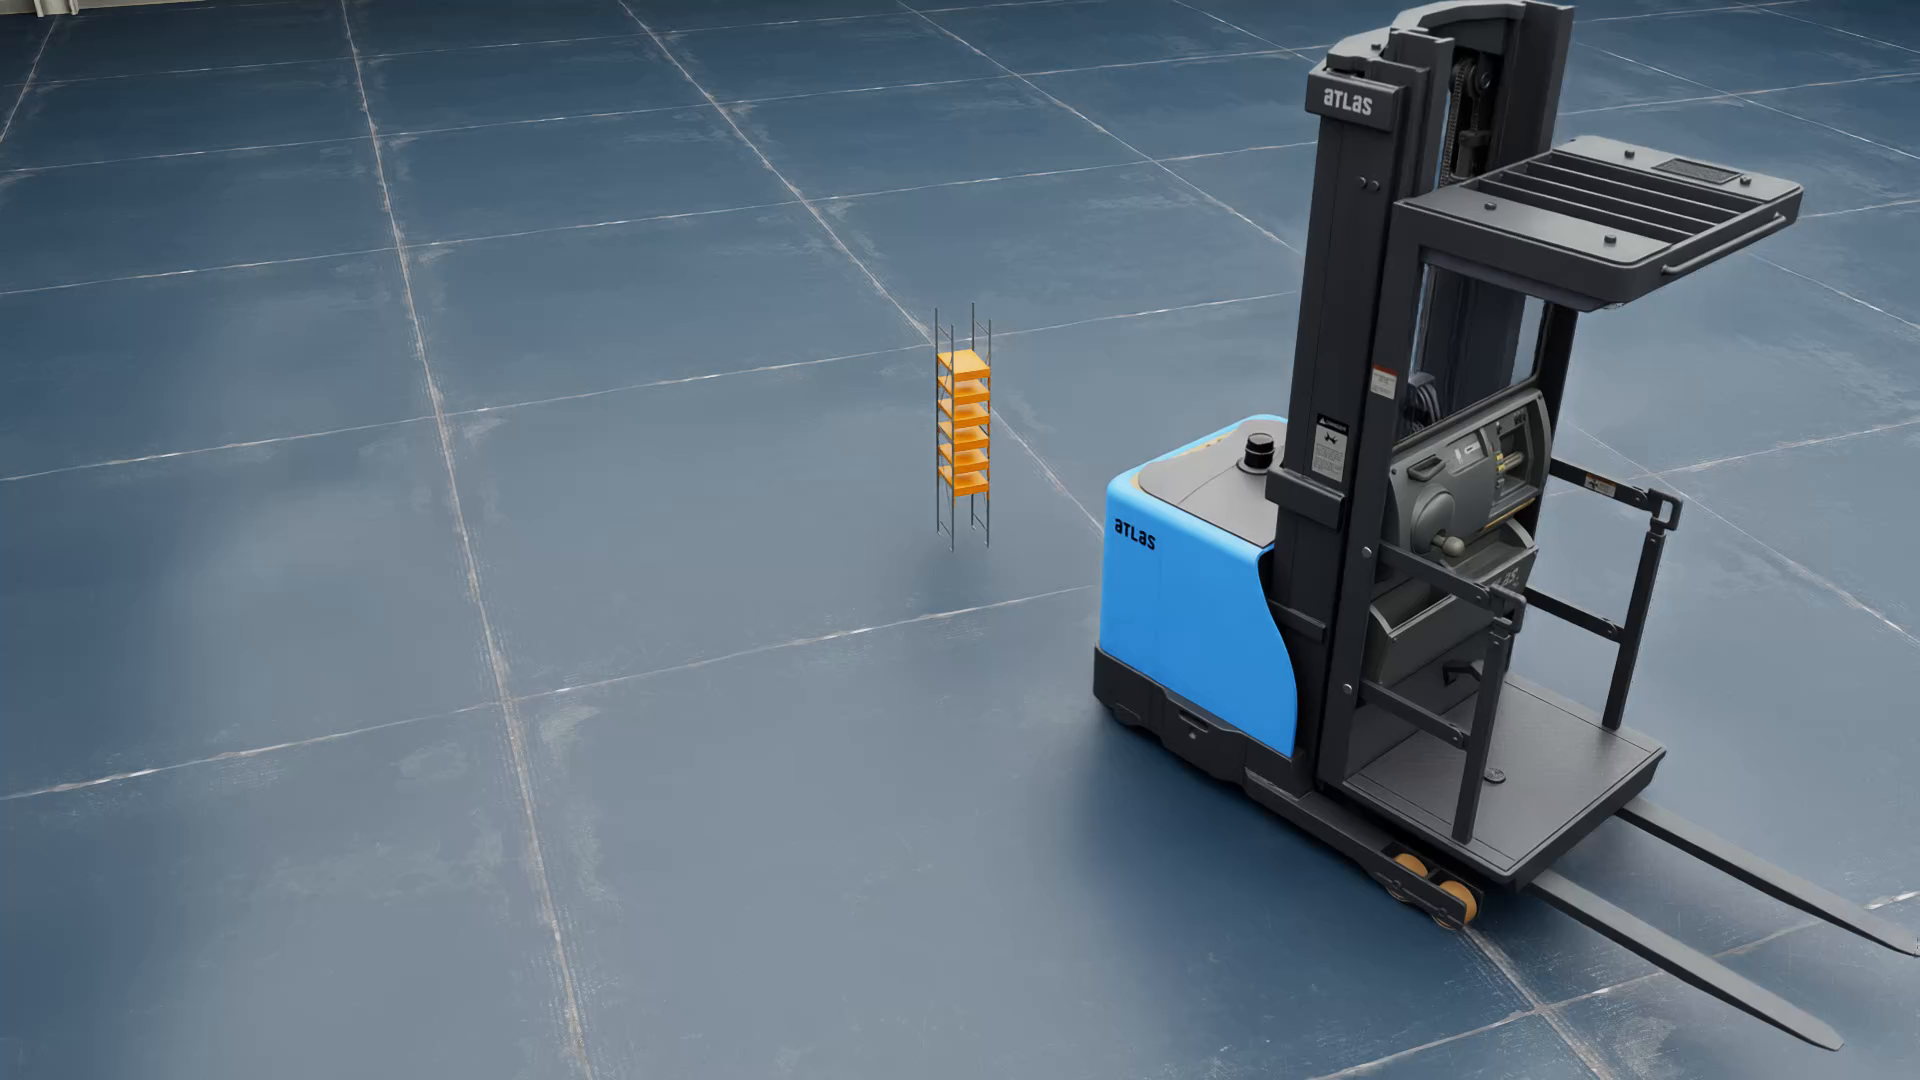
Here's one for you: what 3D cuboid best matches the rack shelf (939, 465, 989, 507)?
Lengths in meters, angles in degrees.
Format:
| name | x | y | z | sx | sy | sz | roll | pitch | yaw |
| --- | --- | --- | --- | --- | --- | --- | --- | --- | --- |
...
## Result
| name | x | y | z | sx | sy | sz | roll | pitch | yaw |
| --- | --- | --- | --- | --- | --- | --- | --- | --- | --- |
| rack shelf | 0.014 | -0.277 | 8.098 | 0.180 | 0.103 | 0.258 | -10 | 31 | -18 |

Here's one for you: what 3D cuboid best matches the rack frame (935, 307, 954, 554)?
| name | x | y | z | sx | sy | sz | roll | pitch | yaw |
| --- | --- | --- | --- | --- | --- | --- | --- | --- | --- |
| rack frame | -0.072 | -0.508 | 7.930 | 0.006 | 1.200 | 0.240 | -10 | 31 | -18 |

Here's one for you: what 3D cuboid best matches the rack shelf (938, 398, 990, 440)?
| name | x | y | z | sx | sy | sz | roll | pitch | yaw |
| --- | --- | --- | --- | --- | --- | --- | --- | --- | --- |
| rack shelf | 0.014 | -0.589 | 7.920 | 0.180 | 0.103 | 0.258 | -10 | 31 | -18 |

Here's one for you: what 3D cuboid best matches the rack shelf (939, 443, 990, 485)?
| name | x | y | z | sx | sy | sz | roll | pitch | yaw |
| --- | --- | --- | --- | --- | --- | --- | --- | --- | --- |
| rack shelf | 0.014 | -0.381 | 8.039 | 0.180 | 0.103 | 0.258 | -10 | 31 | -18 |

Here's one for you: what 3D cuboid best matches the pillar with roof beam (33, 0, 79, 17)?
| name | x | y | z | sx | sy | sz | roll | pitch | yaw |
| --- | --- | --- | --- | --- | --- | --- | --- | --- | --- |
| pillar with roof beam | -8.586 | -7.815 | 12.876 | 0.400 | 9.000 | 9.100 | -10 | 31 | -18 |

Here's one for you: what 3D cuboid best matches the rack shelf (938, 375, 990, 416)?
| name | x | y | z | sx | sy | sz | roll | pitch | yaw |
| --- | --- | --- | --- | --- | --- | --- | --- | --- | --- |
| rack shelf | 0.014 | -0.694 | 7.861 | 0.180 | 0.103 | 0.258 | -10 | 31 | -18 |

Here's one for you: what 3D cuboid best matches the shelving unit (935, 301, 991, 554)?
| name | x | y | z | sx | sy | sz | roll | pitch | yaw |
| --- | --- | --- | --- | --- | --- | --- | --- | --- | --- |
| shelving unit | 0.014 | -0.524 | 7.957 | 0.189 | 1.200 | 0.258 | -10 | 31 | -18 |

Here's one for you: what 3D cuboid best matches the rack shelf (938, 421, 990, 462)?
| name | x | y | z | sx | sy | sz | roll | pitch | yaw |
| --- | --- | --- | --- | --- | --- | --- | --- | --- | --- |
| rack shelf | 0.014 | -0.485 | 7.979 | 0.180 | 0.103 | 0.258 | -10 | 31 | -18 |

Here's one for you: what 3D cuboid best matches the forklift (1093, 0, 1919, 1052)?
| name | x | y | z | sx | sy | sz | roll | pitch | yaw |
| --- | --- | --- | --- | --- | --- | --- | --- | --- | --- |
| forklift | 1.914 | -0.191 | 5.625 | 1.130 | 2.935 | 3.031 | -24 | 37 | -35 |

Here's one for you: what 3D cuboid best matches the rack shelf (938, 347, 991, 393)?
| name | x | y | z | sx | sy | sz | roll | pitch | yaw |
| --- | --- | --- | --- | --- | --- | --- | --- | --- | --- |
| rack shelf | 0.014 | -0.798 | 7.801 | 0.180 | 0.103 | 0.258 | -10 | 31 | -18 |

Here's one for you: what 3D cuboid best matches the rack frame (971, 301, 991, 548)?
| name | x | y | z | sx | sy | sz | roll | pitch | yaw |
| --- | --- | --- | --- | --- | --- | --- | --- | --- | --- |
| rack frame | 0.099 | -0.540 | 7.985 | 0.006 | 1.200 | 0.240 | -10 | 31 | -18 |
